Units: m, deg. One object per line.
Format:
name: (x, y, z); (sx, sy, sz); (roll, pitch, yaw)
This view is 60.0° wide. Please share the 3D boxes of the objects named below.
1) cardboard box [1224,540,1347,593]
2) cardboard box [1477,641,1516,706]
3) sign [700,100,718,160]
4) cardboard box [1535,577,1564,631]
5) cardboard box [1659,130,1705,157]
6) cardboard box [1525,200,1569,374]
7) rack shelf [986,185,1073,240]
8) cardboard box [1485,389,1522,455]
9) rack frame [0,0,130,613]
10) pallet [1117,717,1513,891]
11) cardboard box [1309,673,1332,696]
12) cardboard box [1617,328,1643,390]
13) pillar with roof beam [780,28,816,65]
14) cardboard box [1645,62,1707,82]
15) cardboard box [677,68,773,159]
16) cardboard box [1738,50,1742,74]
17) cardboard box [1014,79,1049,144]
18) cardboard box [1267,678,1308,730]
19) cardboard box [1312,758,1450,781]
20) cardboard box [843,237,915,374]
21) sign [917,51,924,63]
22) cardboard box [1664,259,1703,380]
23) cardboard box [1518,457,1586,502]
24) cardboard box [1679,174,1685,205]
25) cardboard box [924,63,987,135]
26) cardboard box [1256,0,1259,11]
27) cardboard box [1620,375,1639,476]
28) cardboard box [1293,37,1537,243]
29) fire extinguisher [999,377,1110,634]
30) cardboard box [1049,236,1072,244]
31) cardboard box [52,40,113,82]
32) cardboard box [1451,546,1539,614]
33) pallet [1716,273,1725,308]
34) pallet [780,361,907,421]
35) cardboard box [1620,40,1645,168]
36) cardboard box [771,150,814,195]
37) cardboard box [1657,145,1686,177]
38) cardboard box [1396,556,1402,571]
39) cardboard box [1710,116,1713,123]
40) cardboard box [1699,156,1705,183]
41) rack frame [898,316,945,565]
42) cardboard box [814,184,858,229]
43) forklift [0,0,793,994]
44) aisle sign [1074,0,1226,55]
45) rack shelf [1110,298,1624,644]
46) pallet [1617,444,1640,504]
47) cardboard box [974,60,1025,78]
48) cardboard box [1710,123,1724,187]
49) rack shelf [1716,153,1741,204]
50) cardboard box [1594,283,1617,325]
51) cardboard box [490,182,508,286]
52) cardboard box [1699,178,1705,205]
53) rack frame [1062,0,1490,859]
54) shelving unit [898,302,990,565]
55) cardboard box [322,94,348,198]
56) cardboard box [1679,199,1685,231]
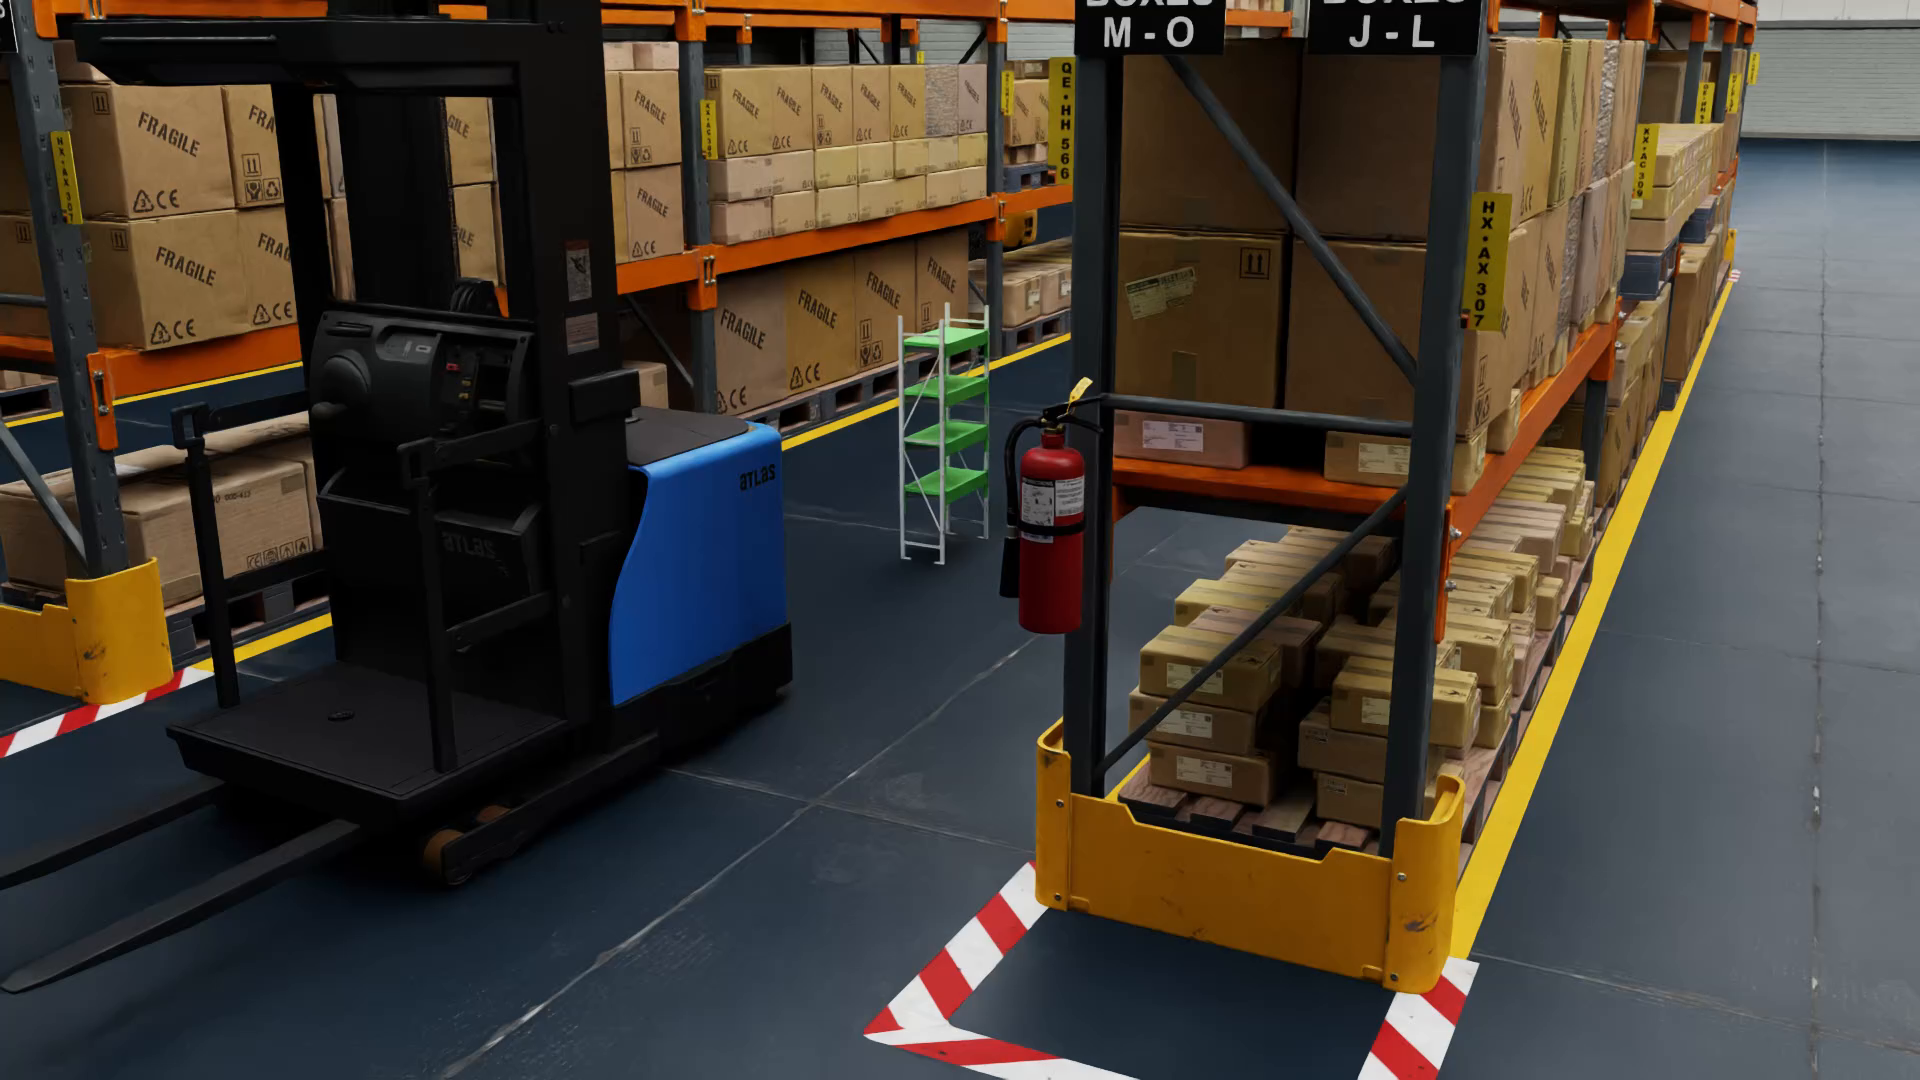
cardboard box: (1.185, 0.124, 6.064); (0.380, 0.149, 0.250); (9, 19, 27)
cardboard box: (1.645, 0.417, 5.598); (0.380, 0.149, 0.250); (9, 19, 27)
sign: (-1.422, -2.323, 9.416); (0.100, 0.325, 0.005); (8, 18, 25)
cardboard box: (2.221, 0.236, 6.730); (0.380, 0.149, 0.250); (8, 18, 25)
cardboard box: (4.072, -2.278, 9.585); (0.380, 0.149, 0.250); (8, 18, 25)
cardboard box: (1.661, -0.849, 5.418); (0.500, 0.500, 0.500); (8, 18, 26)
rack shelf: (0.762, -3.123, 15.035); (1.077, 0.370, 4.000); (8, 18, 25)
cardboard box: (1.450, -0.369, 4.940); (0.380, 0.149, 0.250); (8, 18, 24)
rack frame: (-3.707, -0.921, 6.357); (1.000, 3.000, 0.127); (8, 18, 25)
pallet: (1.195, 0.798, 5.467); (1.003, 0.211, 1.213); (8, 18, 25)
cardboard box: (1.134, 0.488, 5.881); (0.380, 0.149, 0.250); (8, 18, 26)
cardboard box: (3.356, -0.989, 8.921); (0.500, 0.250, 0.500); (9, 19, 27)
pillar with roof beam: (1.734, -7.892, 19.292); (9.100, 9.000, 0.400); (8, 18, 25)
cardboard box: (5.684, -3.642, 13.587); (0.700, 0.500, 0.500); (8, 18, 24)
cardboard box: (-1.466, -2.543, 9.885); (0.500, 0.500, 0.500); (8, 18, 26)
cardboard box: (7.060, -4.464, 16.124); (0.875, 0.550, 0.500); (8, 18, 25)
cardboard box: (0.503, -3.569, 13.838); (0.500, 0.500, 0.500); (9, 19, 28)
cardboard box: (0.912, 0.475, 5.403); (0.380, 0.149, 0.250); (8, 18, 24)
cardboard box: (1.331, 0.679, 5.241); (0.380, 0.149, 0.250); (8, 18, 25)
cardboard box: (-0.917, -1.749, 12.140); (0.875, 0.875, 0.875); (8, 18, 26)
sign: (-0.520, -6.223, 21.758); (0.100, 0.325, 0.005); (8, 18, 25)
cardboard box: (4.694, -1.621, 11.928); (1.050, 0.750, 0.750); (8, 18, 25)
cardboard box: (2.549, -0.262, 7.362); (0.380, 0.149, 0.250); (8, 18, 26)
cardboard box: (3.486, -1.799, 8.496); (0.380, 0.149, 0.250); (7, 18, 23)
cardboard box: (-0.129, -3.321, 12.505); (0.500, 0.500, 0.500); (8, 18, 24)
cardboard box: (3.130, -6.001, 18.632); (0.380, 0.149, 0.250); (8, 18, 26)
cardboard box: (3.357, -0.628, 9.024); (0.500, 0.500, 0.500); (9, 19, 28)
cardboard box: (1.205, -1.067, 4.395); (0.500, 0.500, 0.500); (8, 18, 25)
fire extinguisher: (0.241, -0.096, 4.369); (0.296, 0.674, 0.183); (8, 18, 25)
cardboard box: (1.423, -2.785, 16.511); (0.950, 0.372, 0.625); (8, 18, 26)
cardboard box: (-3.300, -1.814, 6.294); (0.380, 0.149, 0.250); (9, 19, 27)
cardboard box: (1.875, 0.135, 6.025); (0.380, 0.149, 0.250); (8, 19, 26)
pallet: (7.083, -2.532, 16.680); (1.003, 0.211, 1.213); (8, 18, 25)
pallet: (-1.098, -1.121, 11.928); (1.003, 0.211, 1.213); (8, 18, 25)
cardboard box: (2.586, -1.851, 7.036); (0.500, 0.500, 0.500); (7, 18, 23)
cardboard box: (-1.263, -2.320, 10.453); (0.500, 0.250, 0.500); (8, 19, 26)
cardboard box: (3.378, -1.880, 8.246); (0.380, 0.149, 0.250); (8, 18, 26)
cardboard box: (1.729, 0.017, 6.948); (0.380, 0.149, 0.250); (9, 19, 28)
cardboard box: (6.283, -3.541, 14.914); (0.875, 0.550, 0.550); (8, 18, 25)
cardboard box: (4.183, -2.195, 9.828); (0.380, 0.149, 0.250); (8, 18, 25)
rack frame: (-0.183, -0.471, 8.002); (0.240, 1.200, 0.015); (8, 18, 25)
cardboard box: (-1.013, -2.207, 10.950); (0.500, 0.250, 0.500); (8, 18, 25)
forklift: (-1.826, -0.512, 5.099); (1.130, 2.935, 3.031); (9, 19, 29)
aisle sign: (0.466, -1.583, 4.019); (0.394, 0.787, 0.004); (8, 18, 25)
rack shelf: (1.661, -0.482, 6.141); (1.077, 0.370, 4.000); (8, 18, 25)
pallet: (3.445, -0.509, 9.869); (1.003, 0.211, 1.213); (8, 18, 25)
cardboard box: (0.347, -4.114, 14.533); (0.380, 0.149, 0.250); (7, 18, 23)
cardboard box: (6.135, -3.255, 14.038); (0.500, 0.500, 0.500); (8, 18, 25)
rack shelf: (7.023, -3.538, 16.432); (1.077, 0.370, 4.000); (8, 18, 25)
cardboard box: (2.618, -1.033, 7.176); (0.380, 0.149, 0.250); (8, 18, 24)
cardboard box: (-2.334, -1.575, 8.385); (0.500, 0.500, 0.500); (8, 18, 25)
cardboard box: (4.305, -2.123, 10.107); (0.380, 0.149, 0.250); (8, 19, 26)
rack frame: (0.767, -0.317, 4.323); (1.000, 3.000, 0.127); (8, 18, 25)
shelving unit: (-0.074, -0.533, 8.212); (0.258, 1.200, 0.503); (8, 18, 25)
cardboard box: (-2.790, -1.799, 7.381); (0.500, 0.500, 0.500); (8, 18, 25)
cardboard box: (3.602, -1.722, 8.757); (0.380, 0.149, 0.250); (7, 18, 23)
